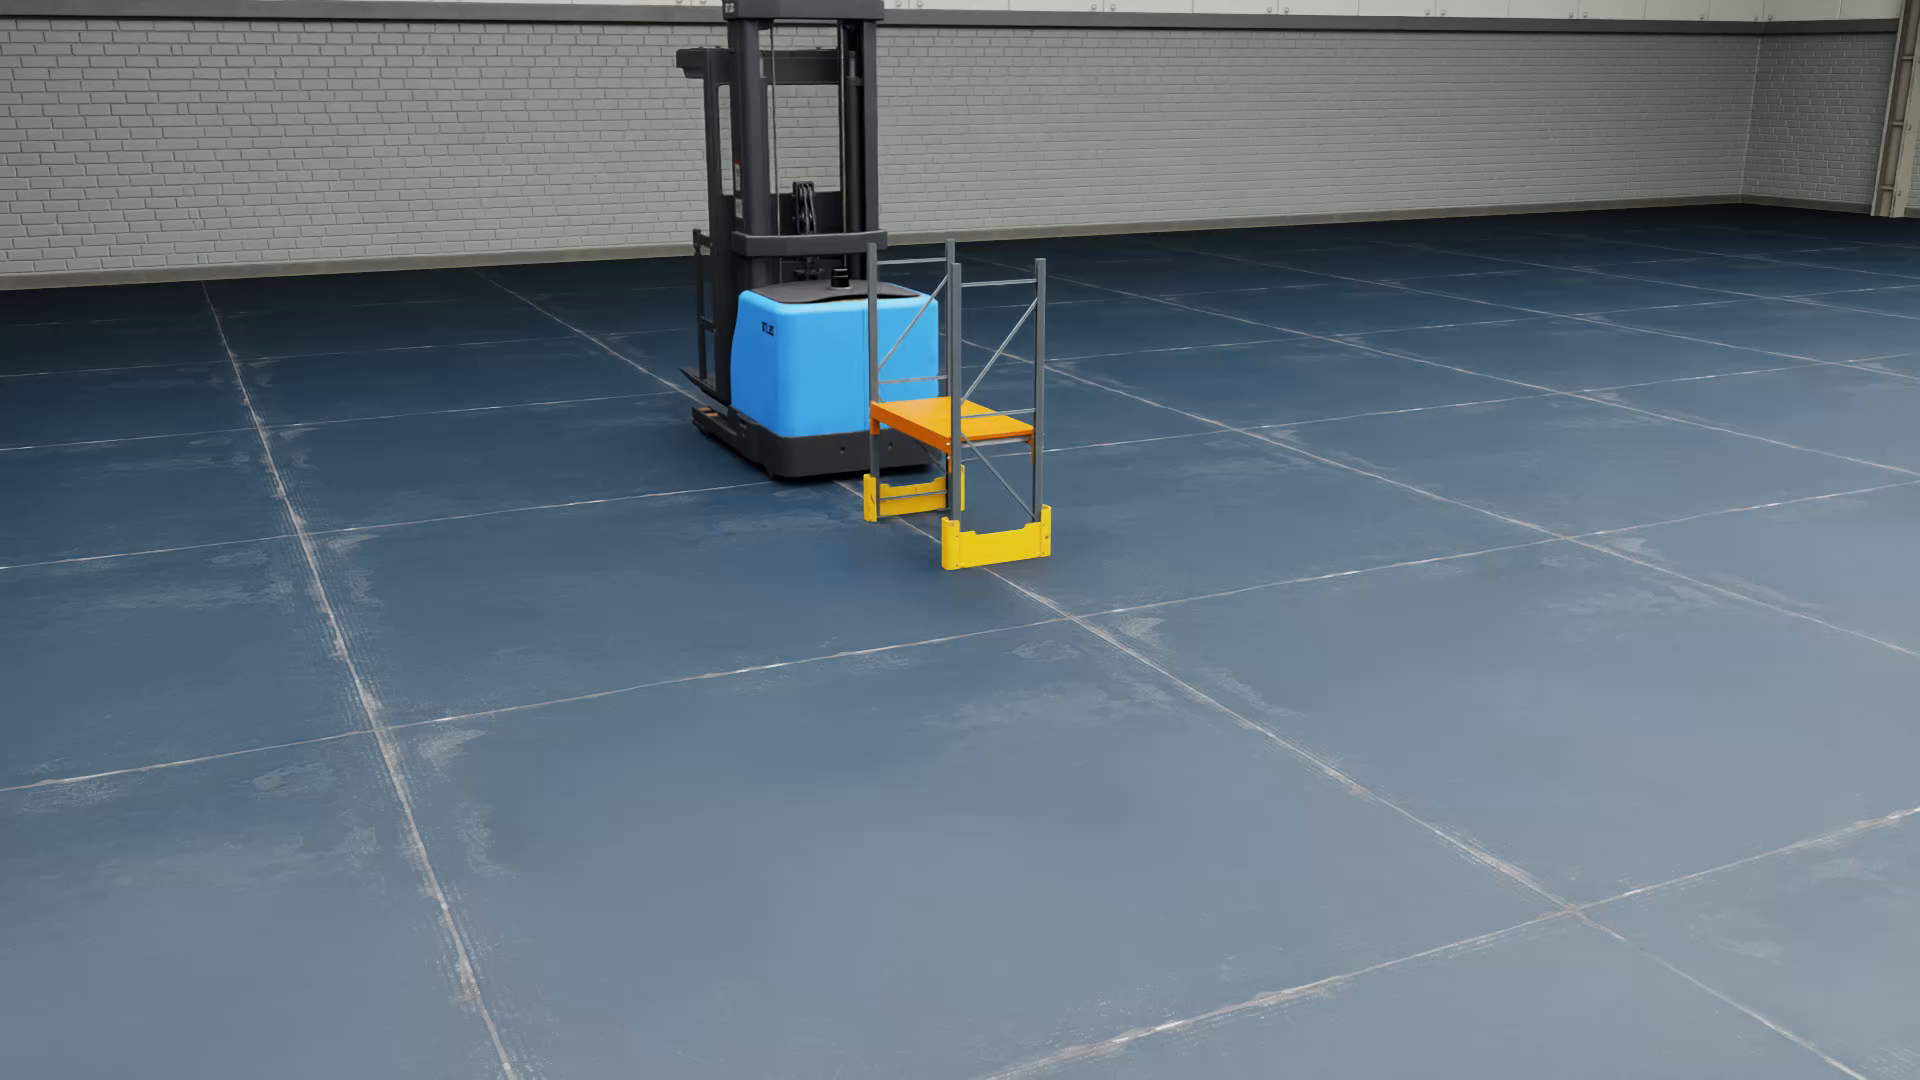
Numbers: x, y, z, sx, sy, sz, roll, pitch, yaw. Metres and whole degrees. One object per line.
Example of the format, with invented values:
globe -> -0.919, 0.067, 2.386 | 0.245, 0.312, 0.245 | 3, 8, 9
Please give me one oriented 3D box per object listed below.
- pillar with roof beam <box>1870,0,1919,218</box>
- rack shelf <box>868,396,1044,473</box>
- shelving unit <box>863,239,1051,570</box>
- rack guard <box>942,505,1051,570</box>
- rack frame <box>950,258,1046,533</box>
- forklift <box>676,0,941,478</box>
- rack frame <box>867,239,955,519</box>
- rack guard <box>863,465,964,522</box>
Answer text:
pillar with roof beam -> 11.315, -9.108, 24.176 | 9.100, 9.000, 0.400 | -8, 18, -25
rack shelf -> -0.037, -0.569, 8.667 | 0.538, 0.185, 1.000 | -8, 18, -25
shelving unit -> -0.033, -0.740, 8.610 | 0.587, 1.500, 1.083 | -8, 18, -25
rack guard -> 0.185, -0.016, 8.352 | 0.587, 0.250, 0.087 | -8, 18, -25
rack frame -> 0.185, -0.616, 8.178 | 0.500, 1.500, 0.032 | -8, 18, -25
forklift -> -1.174, -2.139, 10.892 | 1.130, 2.935, 3.031 | -7, 17, -23
rack frame -> -0.260, -0.868, 9.057 | 0.500, 1.500, 0.032 | -8, 18, -25
rack guard -> -0.252, -0.263, 9.212 | 0.587, 0.250, 0.087 | -8, 18, -25
